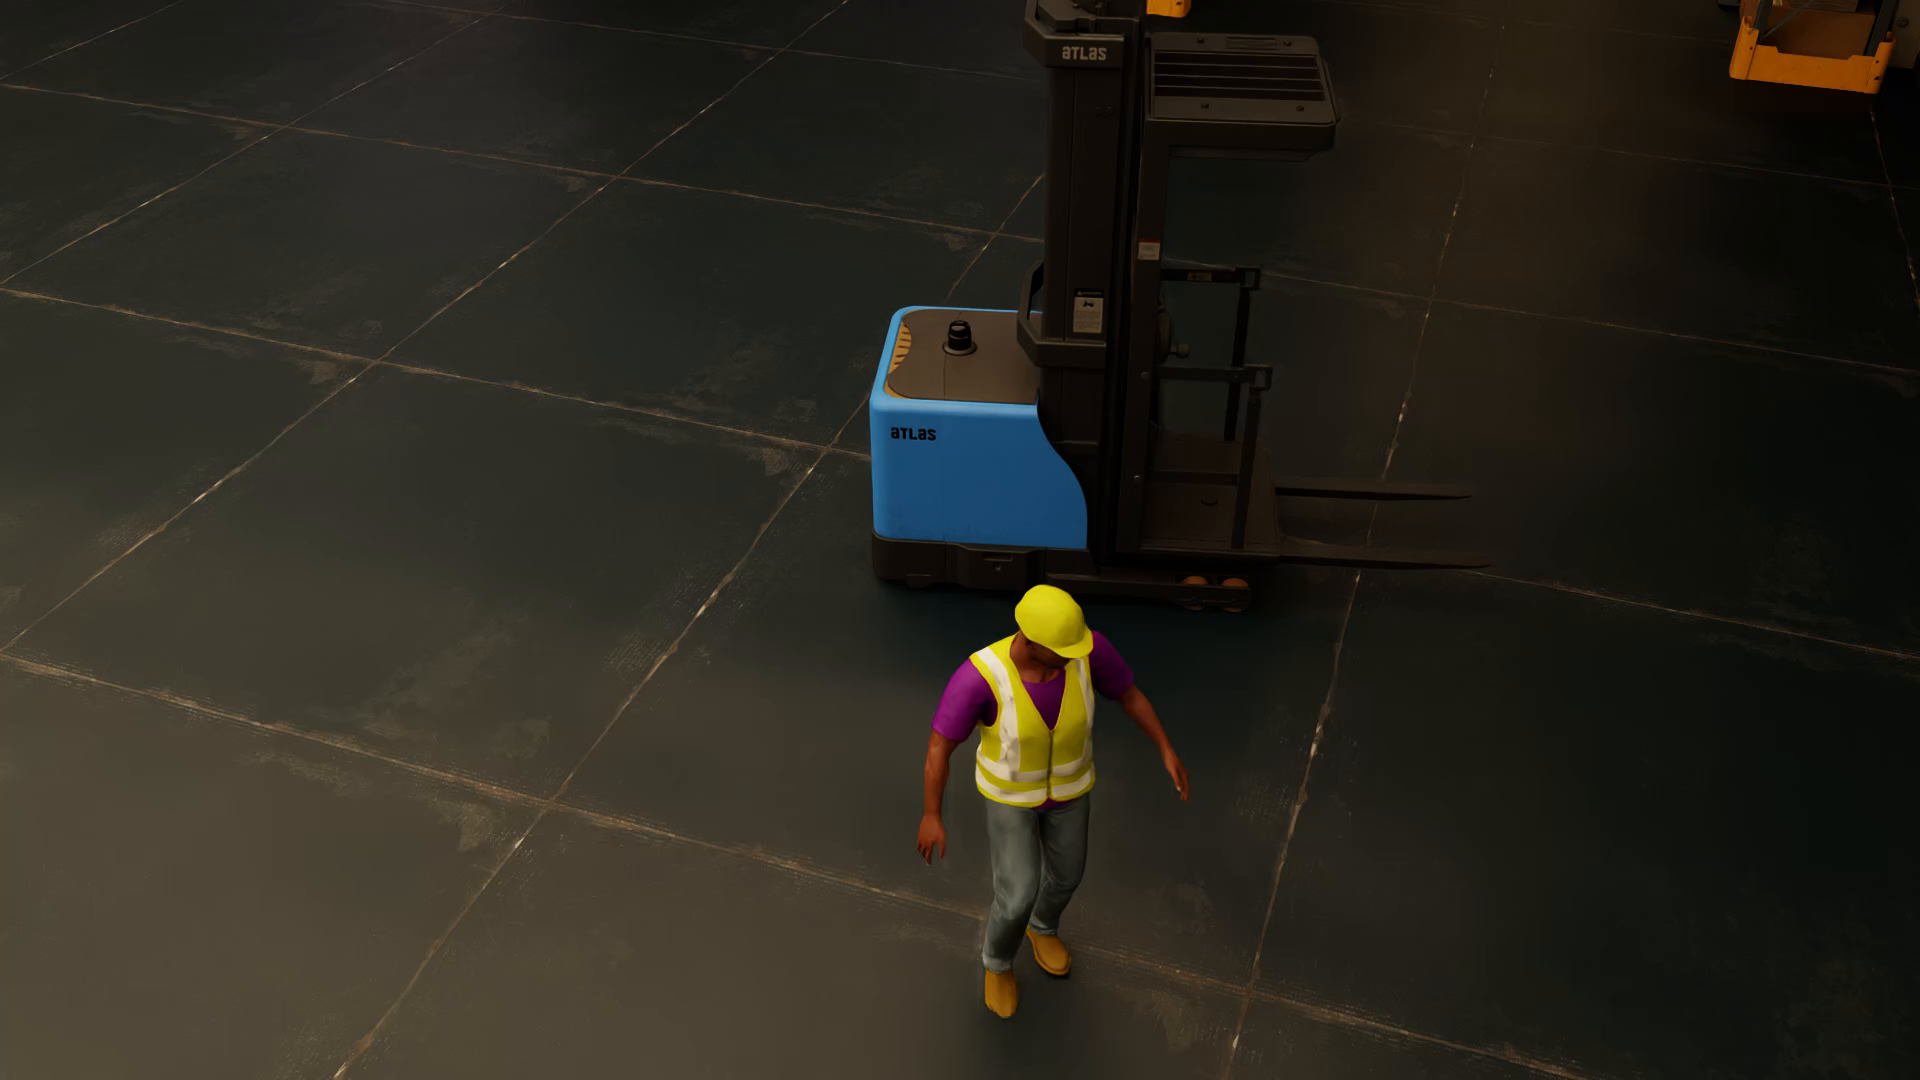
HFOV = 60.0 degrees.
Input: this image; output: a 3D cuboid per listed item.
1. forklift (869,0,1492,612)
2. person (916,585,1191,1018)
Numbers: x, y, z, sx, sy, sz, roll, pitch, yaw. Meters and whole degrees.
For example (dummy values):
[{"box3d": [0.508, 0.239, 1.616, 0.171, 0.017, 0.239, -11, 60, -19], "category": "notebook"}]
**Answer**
[{"box3d": [1.110, -1.166, 7.755, 3.031, 2.935, 1.130, 3, 35, 4], "category": "forklift"}, {"box3d": [0.297, 0.913, 5.887, 0.966, 1.785, 0.497, -10, 37, -14], "category": "person"}]
